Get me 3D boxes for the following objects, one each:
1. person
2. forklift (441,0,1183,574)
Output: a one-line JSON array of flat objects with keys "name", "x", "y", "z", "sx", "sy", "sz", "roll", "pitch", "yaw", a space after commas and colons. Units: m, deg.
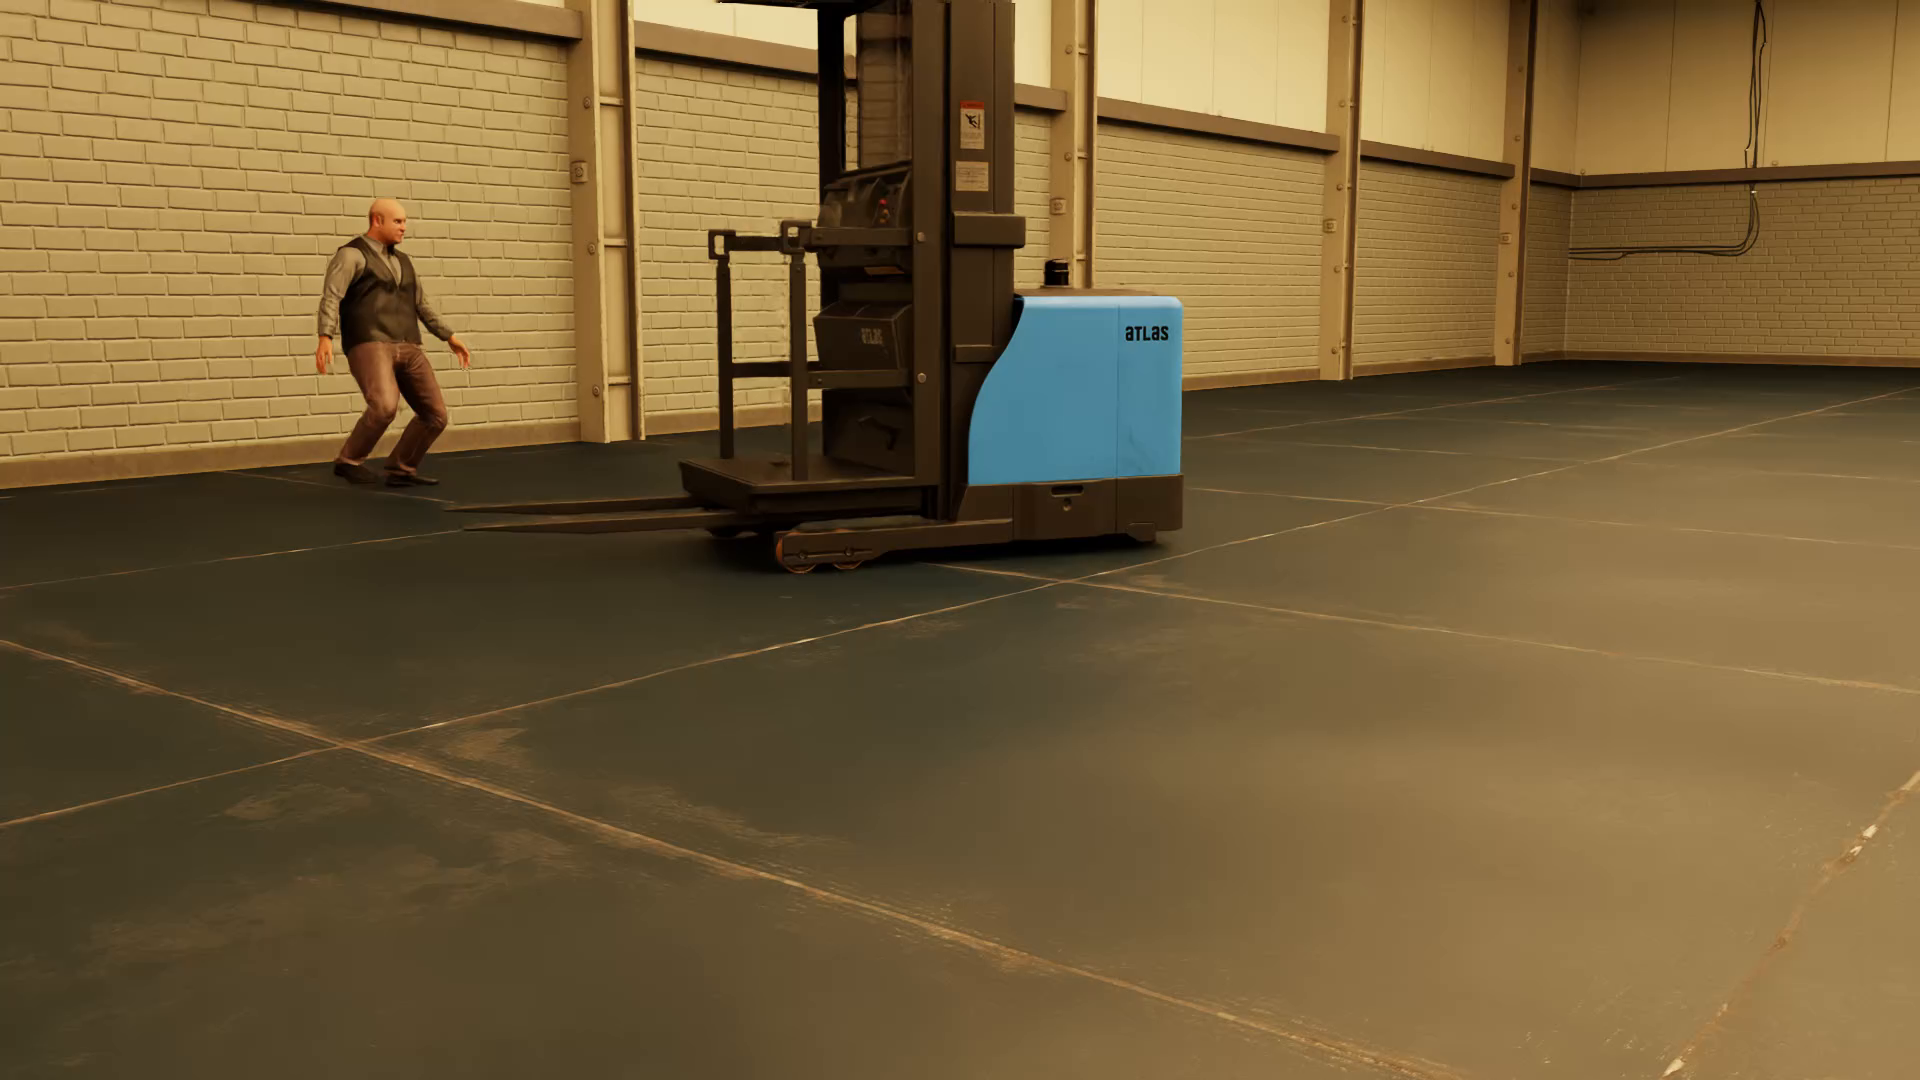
[{"name": "person", "x": -3.115, "y": -1.049, "z": 9.091, "sx": 0.594, "sy": 1.611, "sz": 0.915, "roll": 5, "pitch": 10, "yaw": 29}, {"name": "forklift", "x": -0.589, "y": -1.405, "z": 6.883, "sx": 3.031, "sy": 2.935, "sz": 1.130, "roll": -4, "pitch": 9, "yaw": -24}]
